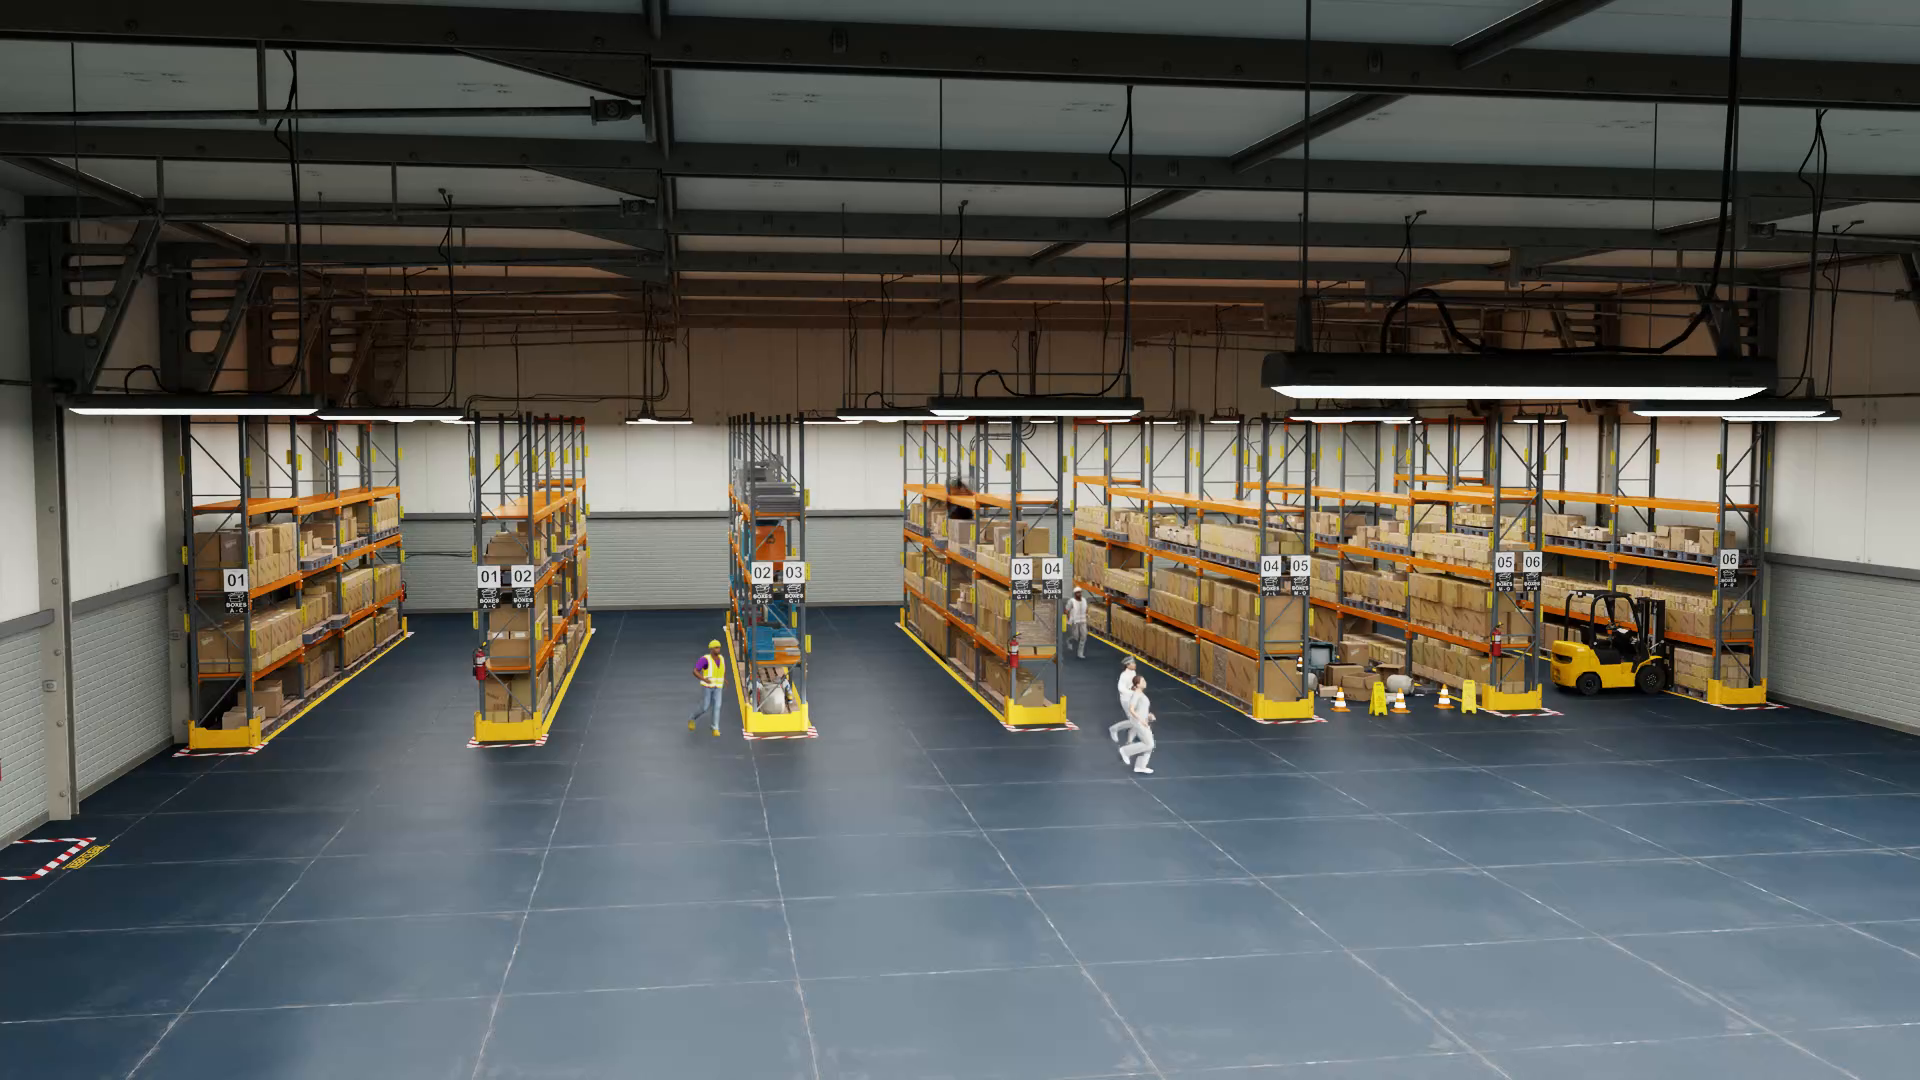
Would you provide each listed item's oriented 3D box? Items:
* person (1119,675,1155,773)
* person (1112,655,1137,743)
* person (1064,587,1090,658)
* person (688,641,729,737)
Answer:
[{"bbox_3d":[2.941,3.043,27.536,0.573,1.626,0.565,1,4,15],"label":"person"},{"bbox_3d":[3.018,2.846,29.735,0.548,1.591,0.608,2,4,26],"label":"person"},{"bbox_3d":[2.930,2.043,41.371,0.682,1.753,0.769,-2,4,-21],"label":"person"},{"bbox_3d":[-4.592,2.738,30.956,0.764,1.729,0.962,-3,5,-38],"label":"person"}]
